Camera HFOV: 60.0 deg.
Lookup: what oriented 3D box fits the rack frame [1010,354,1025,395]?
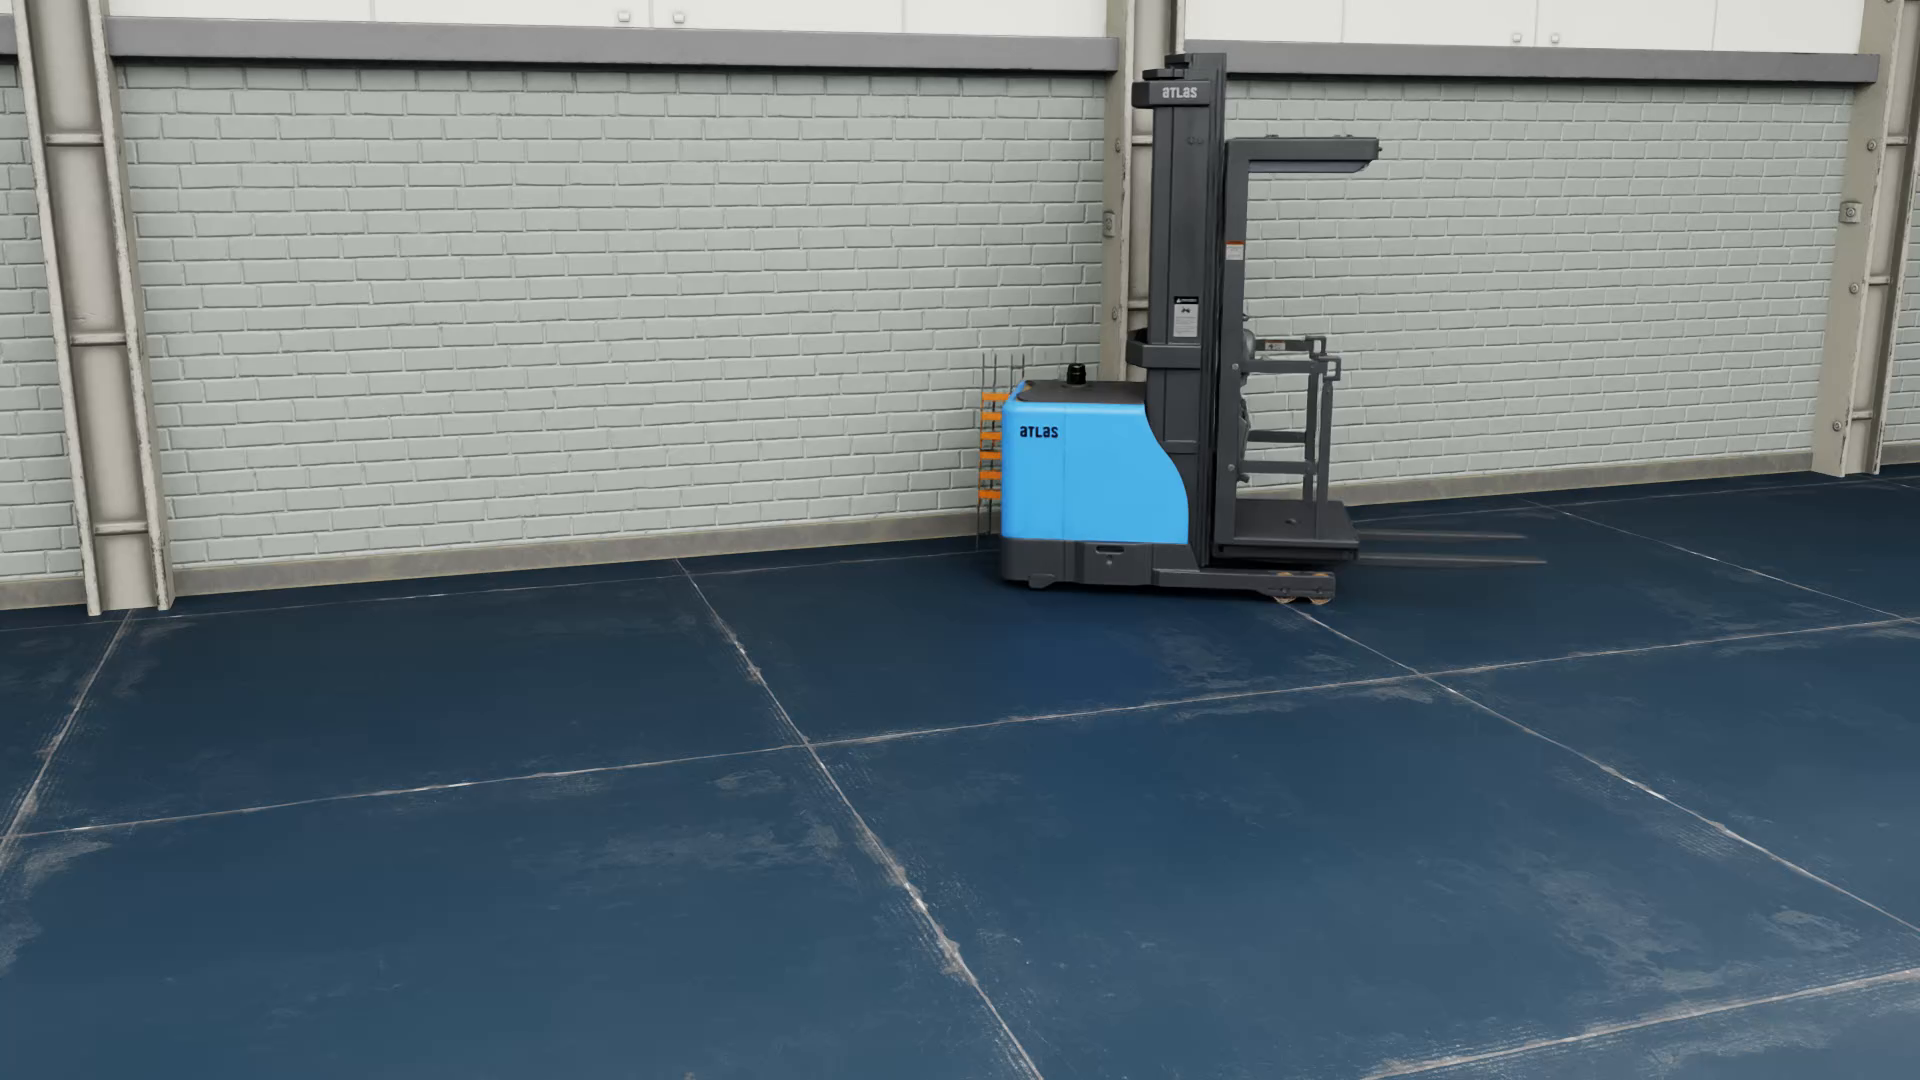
[{"bbox_3d":[0.335,-0.541,10.253,0.006,1.200,0.240,4,7,20],"label":"rack frame"}]

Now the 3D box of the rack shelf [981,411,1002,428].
[{"bbox_3d":[0.256,-0.741,10.263,0.180,0.103,0.258,4,7,20],"label":"rack shelf"}]

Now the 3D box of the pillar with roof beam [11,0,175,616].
[{"bbox_3d":[-3.170,-3.075,4.123,0.400,9.000,9.100,-4,14,-18],"label":"pillar with roof beam"}]

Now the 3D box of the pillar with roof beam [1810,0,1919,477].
[{"bbox_3d":[8.204,-3.960,7.847,0.400,9.000,9.100,-4,14,-18],"label":"pillar with roof beam"}]

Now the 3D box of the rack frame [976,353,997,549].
[{"bbox_3d":[0.164,-0.553,10.317,0.006,1.200,0.240,4,7,20],"label":"rack frame"}]

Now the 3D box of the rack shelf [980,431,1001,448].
[{"bbox_3d":[0.252,-0.622,10.277,0.180,0.103,0.258,4,7,20],"label":"rack shelf"}]

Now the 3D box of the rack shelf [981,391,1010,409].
[{"bbox_3d":[0.260,-0.860,10.250,0.180,0.103,0.258,4,7,20],"label":"rack shelf"}]

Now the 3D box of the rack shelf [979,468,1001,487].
[{"bbox_3d":[0.244,-0.383,10.303,0.180,0.103,0.258,4,7,20],"label":"rack shelf"}]

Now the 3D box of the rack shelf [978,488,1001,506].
[{"bbox_3d":[0.240,-0.264,10.316,0.180,0.103,0.258,4,7,20],"label":"rack shelf"}]

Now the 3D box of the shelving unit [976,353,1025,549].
[{"bbox_3d":[0.250,-0.547,10.285,0.189,1.200,0.258,4,7,20],"label":"shelving unit"}]

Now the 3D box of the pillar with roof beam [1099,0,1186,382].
[{"bbox_3d":[2.517,-3.518,5.985,0.400,9.000,9.100,-4,14,-18],"label":"pillar with roof beam"}]

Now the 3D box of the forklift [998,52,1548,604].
[{"bbox_3d":[1.777,-1.205,9.375,3.031,2.935,1.130,2,13,7],"label":"forklift"}]

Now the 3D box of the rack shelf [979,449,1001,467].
[{"bbox_3d":[0.248,-0.503,10.290,0.180,0.103,0.258,4,7,20],"label":"rack shelf"}]
